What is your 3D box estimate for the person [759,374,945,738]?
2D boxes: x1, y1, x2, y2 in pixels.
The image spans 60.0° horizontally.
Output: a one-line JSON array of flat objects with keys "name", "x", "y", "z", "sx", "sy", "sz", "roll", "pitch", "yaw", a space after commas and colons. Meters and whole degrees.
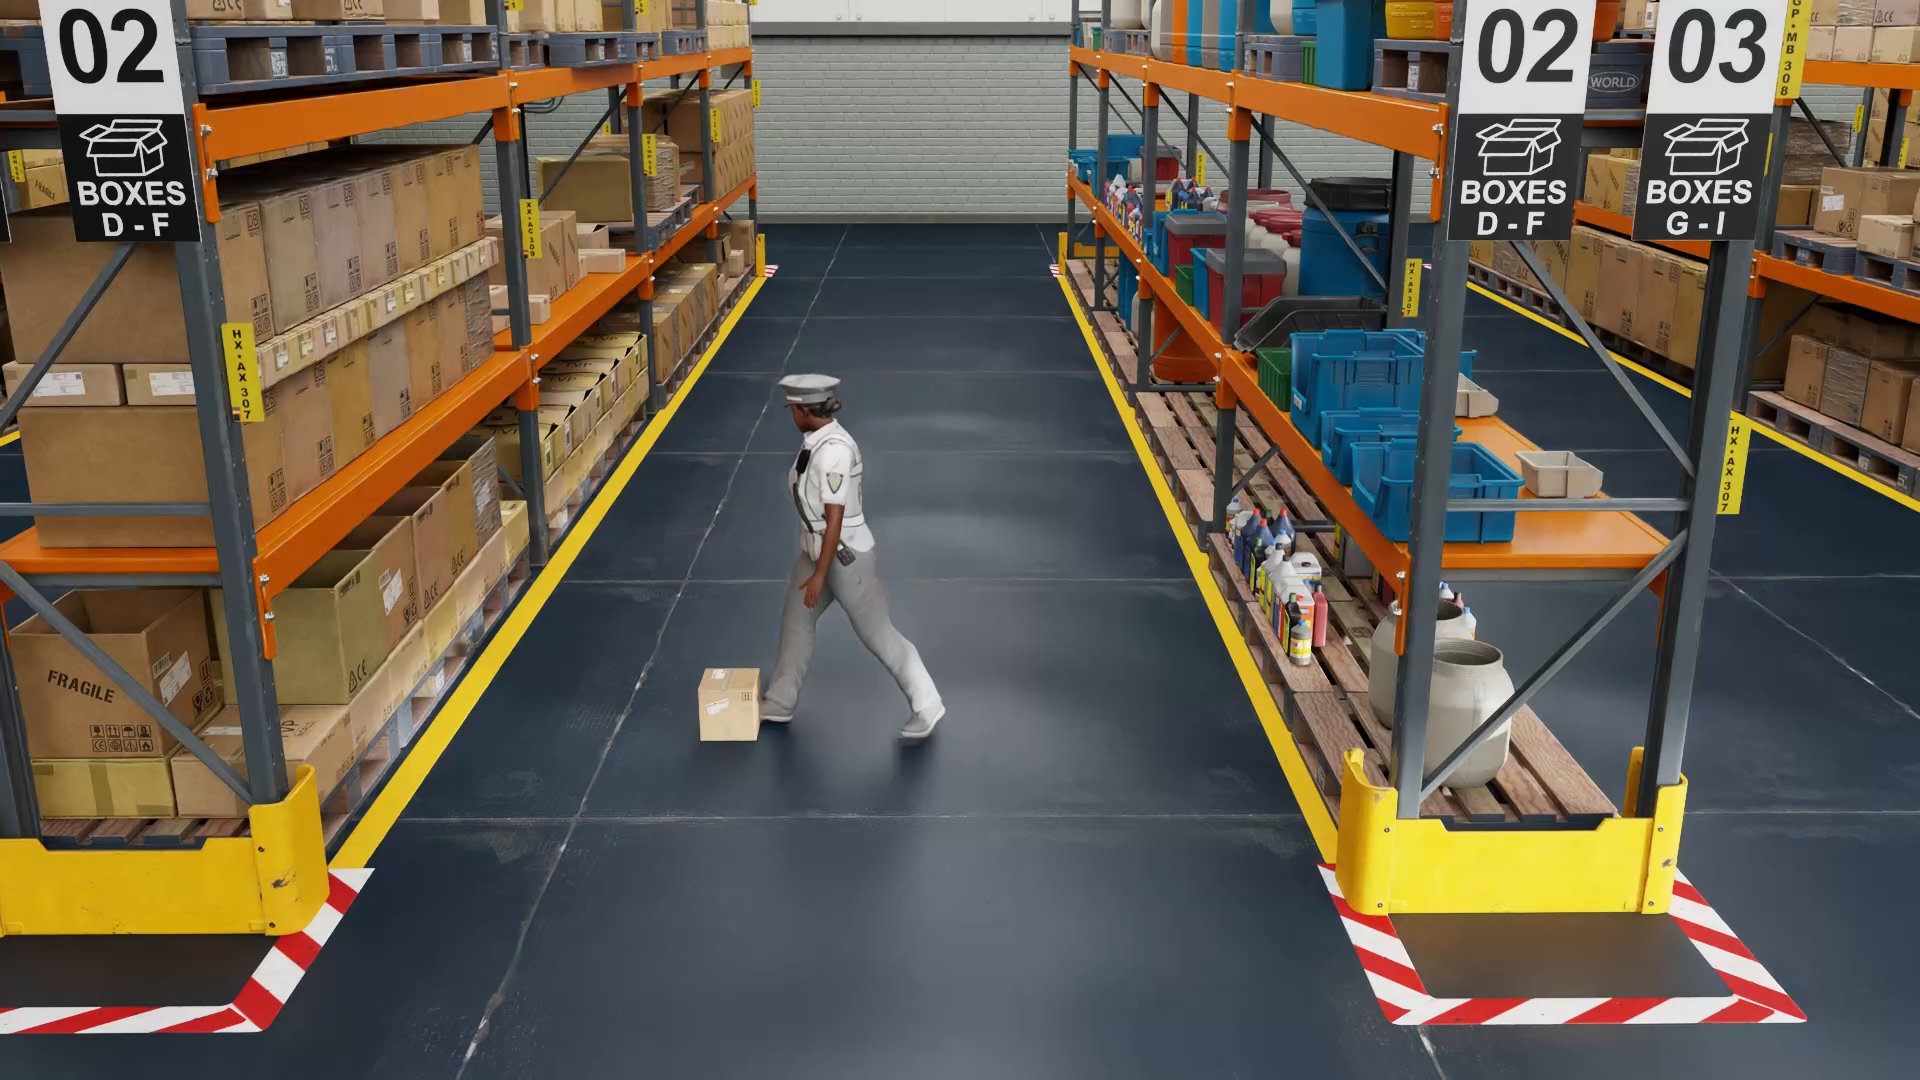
[{"name": "person", "x": -0.543, "y": 0.085, "z": 7.291, "sx": 0.912, "sy": 1.619, "sz": 0.606, "roll": -6, "pitch": 18, "yaw": -19}]
